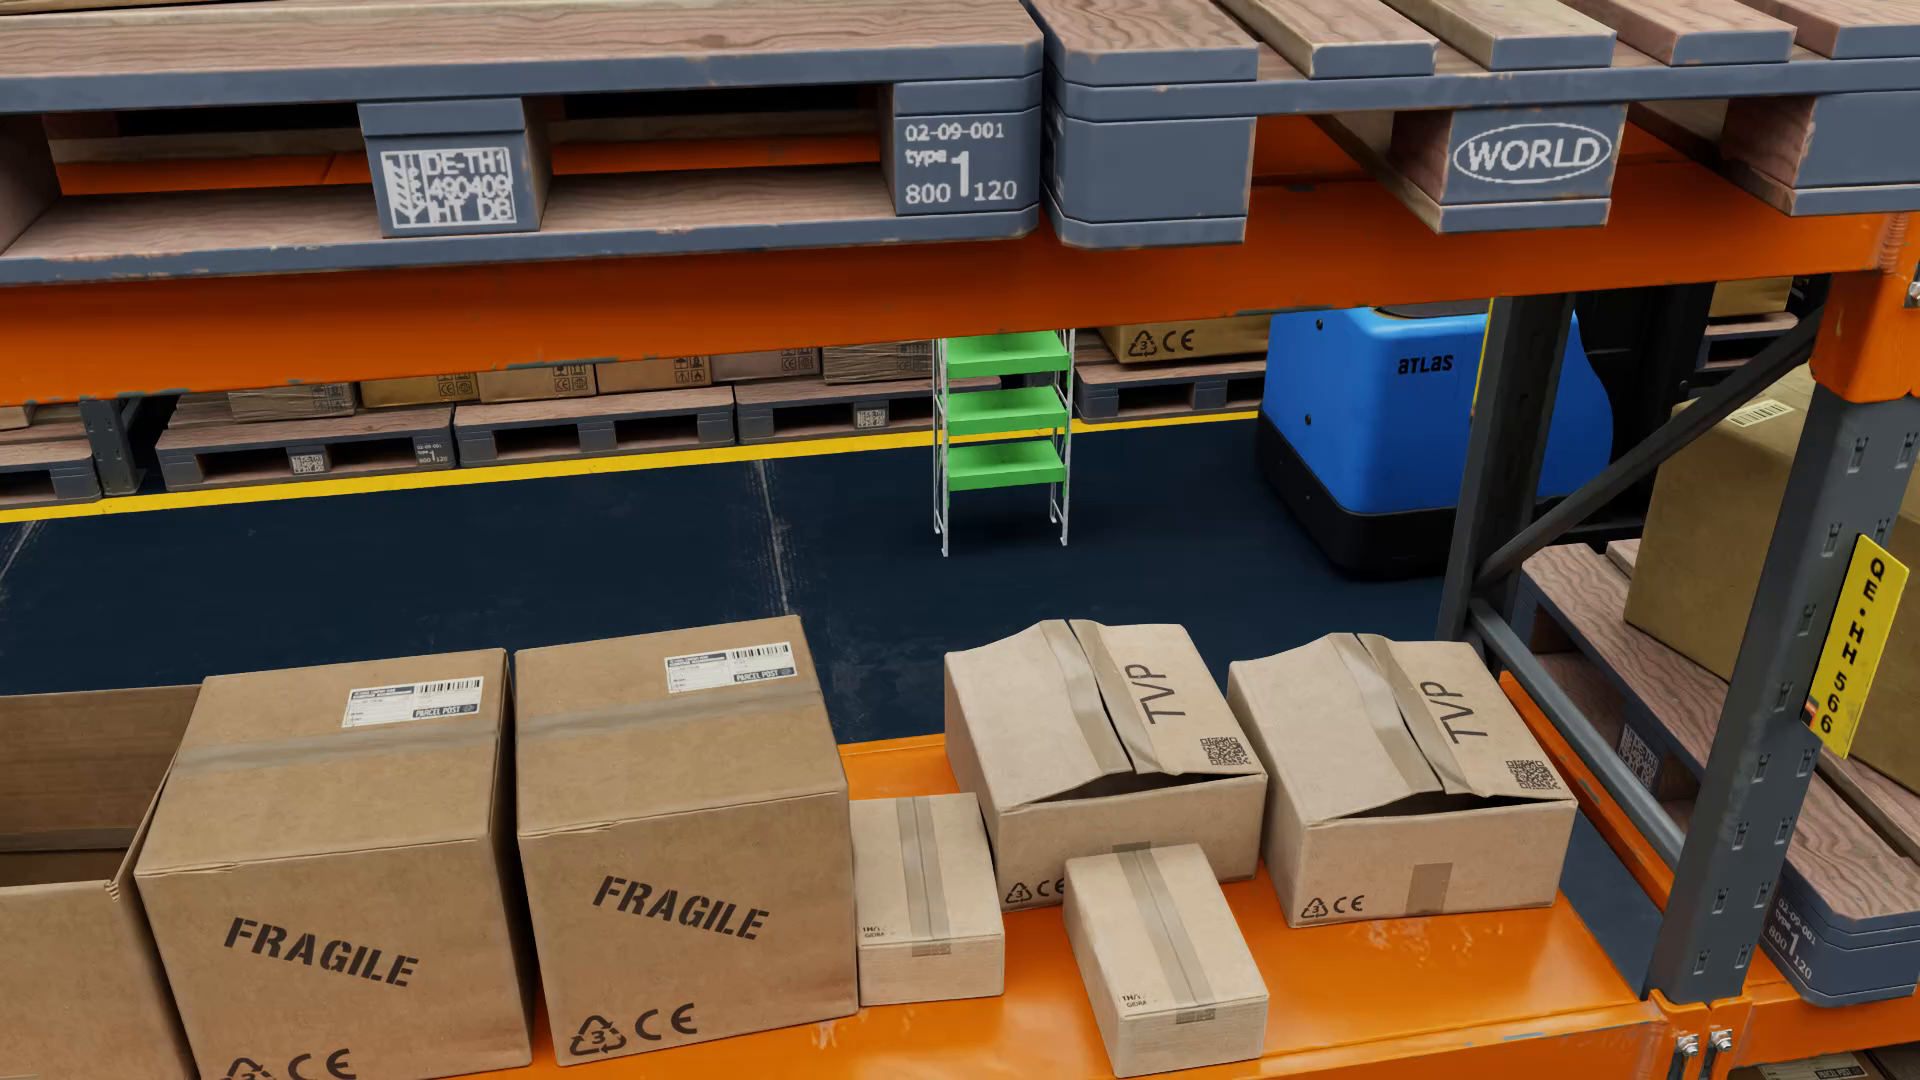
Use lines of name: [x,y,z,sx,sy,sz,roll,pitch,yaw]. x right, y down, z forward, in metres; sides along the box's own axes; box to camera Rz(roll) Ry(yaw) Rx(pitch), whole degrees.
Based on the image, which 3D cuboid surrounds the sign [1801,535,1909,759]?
sign: [1.279,0.156,2.382,0.005,0.325,0.100,-5,31,-9]

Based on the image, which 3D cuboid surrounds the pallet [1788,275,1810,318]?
pallet: [4.977,-1.284,8.725,1.213,0.211,1.003,-5,31,-9]

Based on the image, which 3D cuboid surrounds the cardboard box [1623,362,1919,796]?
cardboard box: [1.775,0.041,3.208,0.500,0.500,0.700,-16,34,-25]

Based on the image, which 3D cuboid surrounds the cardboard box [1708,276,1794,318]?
cardboard box: [3.599,-1.586,8.194,0.750,0.750,0.750,-5,31,-8]

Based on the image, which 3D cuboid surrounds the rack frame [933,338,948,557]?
rack frame: [-0.077,-0.510,6.434,0.015,1.200,0.240,-5,31,-9]

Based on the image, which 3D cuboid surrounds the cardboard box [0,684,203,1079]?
cardboard box: [-1.482,0.591,2.687,0.500,0.500,0.500,-3,31,-5]

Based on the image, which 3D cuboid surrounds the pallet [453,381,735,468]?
pallet: [-1.687,-0.708,7.746,1.213,0.211,1.003,-5,31,-9]

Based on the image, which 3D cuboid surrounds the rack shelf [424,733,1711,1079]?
rack shelf: [-0.791,0.872,3.018,4.000,0.370,1.077,-5,31,-9]

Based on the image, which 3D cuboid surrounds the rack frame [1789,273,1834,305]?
rack frame: [4.214,-2.456,7.967,0.127,3.000,1.000,-5,31,-9]

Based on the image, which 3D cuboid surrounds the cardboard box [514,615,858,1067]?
cardboard box: [-0.472,0.497,2.846,0.500,0.500,0.500,-7,31,-12]

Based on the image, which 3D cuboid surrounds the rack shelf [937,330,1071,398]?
rack shelf: [0.163,-0.684,6.382,0.480,0.148,0.258,-5,31,-9]

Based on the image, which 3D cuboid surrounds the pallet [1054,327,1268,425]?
pallet: [1.069,-0.923,8.111,1.213,0.211,1.003,-5,31,-9]

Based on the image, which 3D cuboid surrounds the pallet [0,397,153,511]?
pallet: [-4.309,-0.444,7.297,1.213,0.211,1.003,-5,31,-9]

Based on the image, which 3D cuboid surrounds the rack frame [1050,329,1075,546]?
rack frame: [0.403,-0.555,6.509,0.015,1.200,0.240,-5,31,-9]

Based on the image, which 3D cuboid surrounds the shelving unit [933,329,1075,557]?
shelving unit: [0.163,-0.532,6.472,0.503,1.200,0.258,-5,31,-9]

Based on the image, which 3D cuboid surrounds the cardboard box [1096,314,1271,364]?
cardboard box: [1.027,-1.347,7.787,0.750,0.750,0.750,-6,31,-10]

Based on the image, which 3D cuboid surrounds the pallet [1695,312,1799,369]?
pallet: [3.469,-1.146,8.490,1.213,0.211,1.003,-5,31,-9]

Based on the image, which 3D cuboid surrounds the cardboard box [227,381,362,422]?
cardboard box: [-2.934,-0.913,7.375,0.500,0.500,0.700,-4,31,-7]

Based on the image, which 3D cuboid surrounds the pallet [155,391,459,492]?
pallet: [-2.889,-0.595,7.554,1.213,0.211,1.003,-5,31,-9]

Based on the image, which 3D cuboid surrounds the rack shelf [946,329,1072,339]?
rack shelf: [0.163,-0.891,6.261,0.480,0.148,0.258,-5,31,-9]

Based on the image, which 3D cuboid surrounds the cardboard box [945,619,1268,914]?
cardboard box: [0.261,0.403,3.194,0.500,0.311,0.500,-6,31,-10]

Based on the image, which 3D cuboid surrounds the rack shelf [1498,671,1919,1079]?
rack shelf: [3.143,0.507,3.639,4.000,0.370,1.077,-5,31,-9]

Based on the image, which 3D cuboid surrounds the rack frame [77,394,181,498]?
rack frame: [-3.655,-1.725,6.725,0.127,3.000,1.000,-5,31,-9]

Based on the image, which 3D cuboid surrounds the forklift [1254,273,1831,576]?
forklift: [2.844,-1.488,6.389,3.031,2.935,1.130,-6,31,-10]

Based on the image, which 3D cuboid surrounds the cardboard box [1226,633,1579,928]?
cardboard box: [0.810,0.429,3.149,0.500,0.311,0.500,-3,31,-6]

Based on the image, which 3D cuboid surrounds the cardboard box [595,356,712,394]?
cardboard box: [-1.430,-1.062,7.629,0.500,0.500,0.700,-5,31,-9]

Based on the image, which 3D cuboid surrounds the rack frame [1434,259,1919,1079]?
rack frame: [1.175,0.377,3.149,0.053,2.616,0.949,-5,31,-9]

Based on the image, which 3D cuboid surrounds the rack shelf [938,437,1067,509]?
rack shelf: [0.163,-0.270,6.626,0.480,0.148,0.258,-5,31,-9]

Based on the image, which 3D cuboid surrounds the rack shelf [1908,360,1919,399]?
rack shelf: [3.143,-0.787,2.879,4.000,0.370,1.077,-5,31,-9]

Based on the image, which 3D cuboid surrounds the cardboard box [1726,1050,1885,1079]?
cardboard box: [1.675,1.368,3.497,0.500,0.500,0.500,-4,31,-7]

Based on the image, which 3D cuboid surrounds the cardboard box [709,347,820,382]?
cardboard box: [-0.947,-1.122,7.731,0.500,0.500,0.700,-5,31,-9]

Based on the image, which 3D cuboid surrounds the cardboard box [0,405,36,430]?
cardboard box: [-4.176,-0.630,7.223,0.250,0.166,0.380,-9,32,-15]

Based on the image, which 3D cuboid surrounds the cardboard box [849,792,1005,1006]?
cardboard box: [-0.068,0.632,2.964,0.250,0.149,0.380,-3,31,-5]

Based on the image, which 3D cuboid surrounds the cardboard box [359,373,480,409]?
cardboard box: [-2.434,-0.985,7.498,0.500,0.500,0.700,-6,31,-10]

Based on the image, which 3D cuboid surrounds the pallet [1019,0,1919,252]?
pallet: [0.524,-0.726,2.252,1.003,0.211,1.213,-4,31,-7]

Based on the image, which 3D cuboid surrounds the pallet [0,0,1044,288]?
pallet: [-0.575,-0.623,2.076,1.213,0.211,1.003,-4,31,-7]

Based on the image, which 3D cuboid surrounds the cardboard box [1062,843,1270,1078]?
cardboard box: [0.341,0.707,2.836,0.250,0.149,0.380,-5,31,-9]

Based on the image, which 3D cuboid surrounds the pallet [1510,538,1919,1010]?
pallet: [1.830,0.365,3.359,1.003,0.211,1.213,-5,31,-9]

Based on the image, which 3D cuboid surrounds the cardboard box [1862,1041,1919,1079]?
cardboard box: [2.189,1.317,3.583,0.500,0.500,0.500,-6,31,-11]

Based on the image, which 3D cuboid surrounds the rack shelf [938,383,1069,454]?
rack shelf: [0.163,-0.477,6.504,0.480,0.148,0.258,-5,31,-9]

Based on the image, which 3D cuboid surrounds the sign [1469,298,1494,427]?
sign: [1.069,-0.356,3.331,0.005,0.325,0.100,-5,31,-9]

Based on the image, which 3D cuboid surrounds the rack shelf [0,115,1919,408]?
rack shelf: [-0.791,-0.421,2.258,4.000,0.370,1.077,-5,31,-9]

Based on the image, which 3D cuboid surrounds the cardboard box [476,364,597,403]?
cardboard box: [-1.925,-1.012,7.543,0.500,0.500,0.700,-5,31,-8]

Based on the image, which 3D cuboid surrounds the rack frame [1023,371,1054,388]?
rack frame: [0.280,-2.090,7.346,0.127,3.000,1.000,-5,31,-9]

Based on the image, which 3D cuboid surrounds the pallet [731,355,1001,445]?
pallet: [-0.489,-0.818,7.933,1.213,0.211,1.003,-5,31,-9]

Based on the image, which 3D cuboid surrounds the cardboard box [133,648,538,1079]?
cardboard box: [-0.990,0.545,2.765,0.500,0.500,0.500,-5,31,-9]

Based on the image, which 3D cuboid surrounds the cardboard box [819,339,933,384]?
cardboard box: [-0.419,-1.111,7.712,0.500,0.500,0.700,-5,31,-8]
